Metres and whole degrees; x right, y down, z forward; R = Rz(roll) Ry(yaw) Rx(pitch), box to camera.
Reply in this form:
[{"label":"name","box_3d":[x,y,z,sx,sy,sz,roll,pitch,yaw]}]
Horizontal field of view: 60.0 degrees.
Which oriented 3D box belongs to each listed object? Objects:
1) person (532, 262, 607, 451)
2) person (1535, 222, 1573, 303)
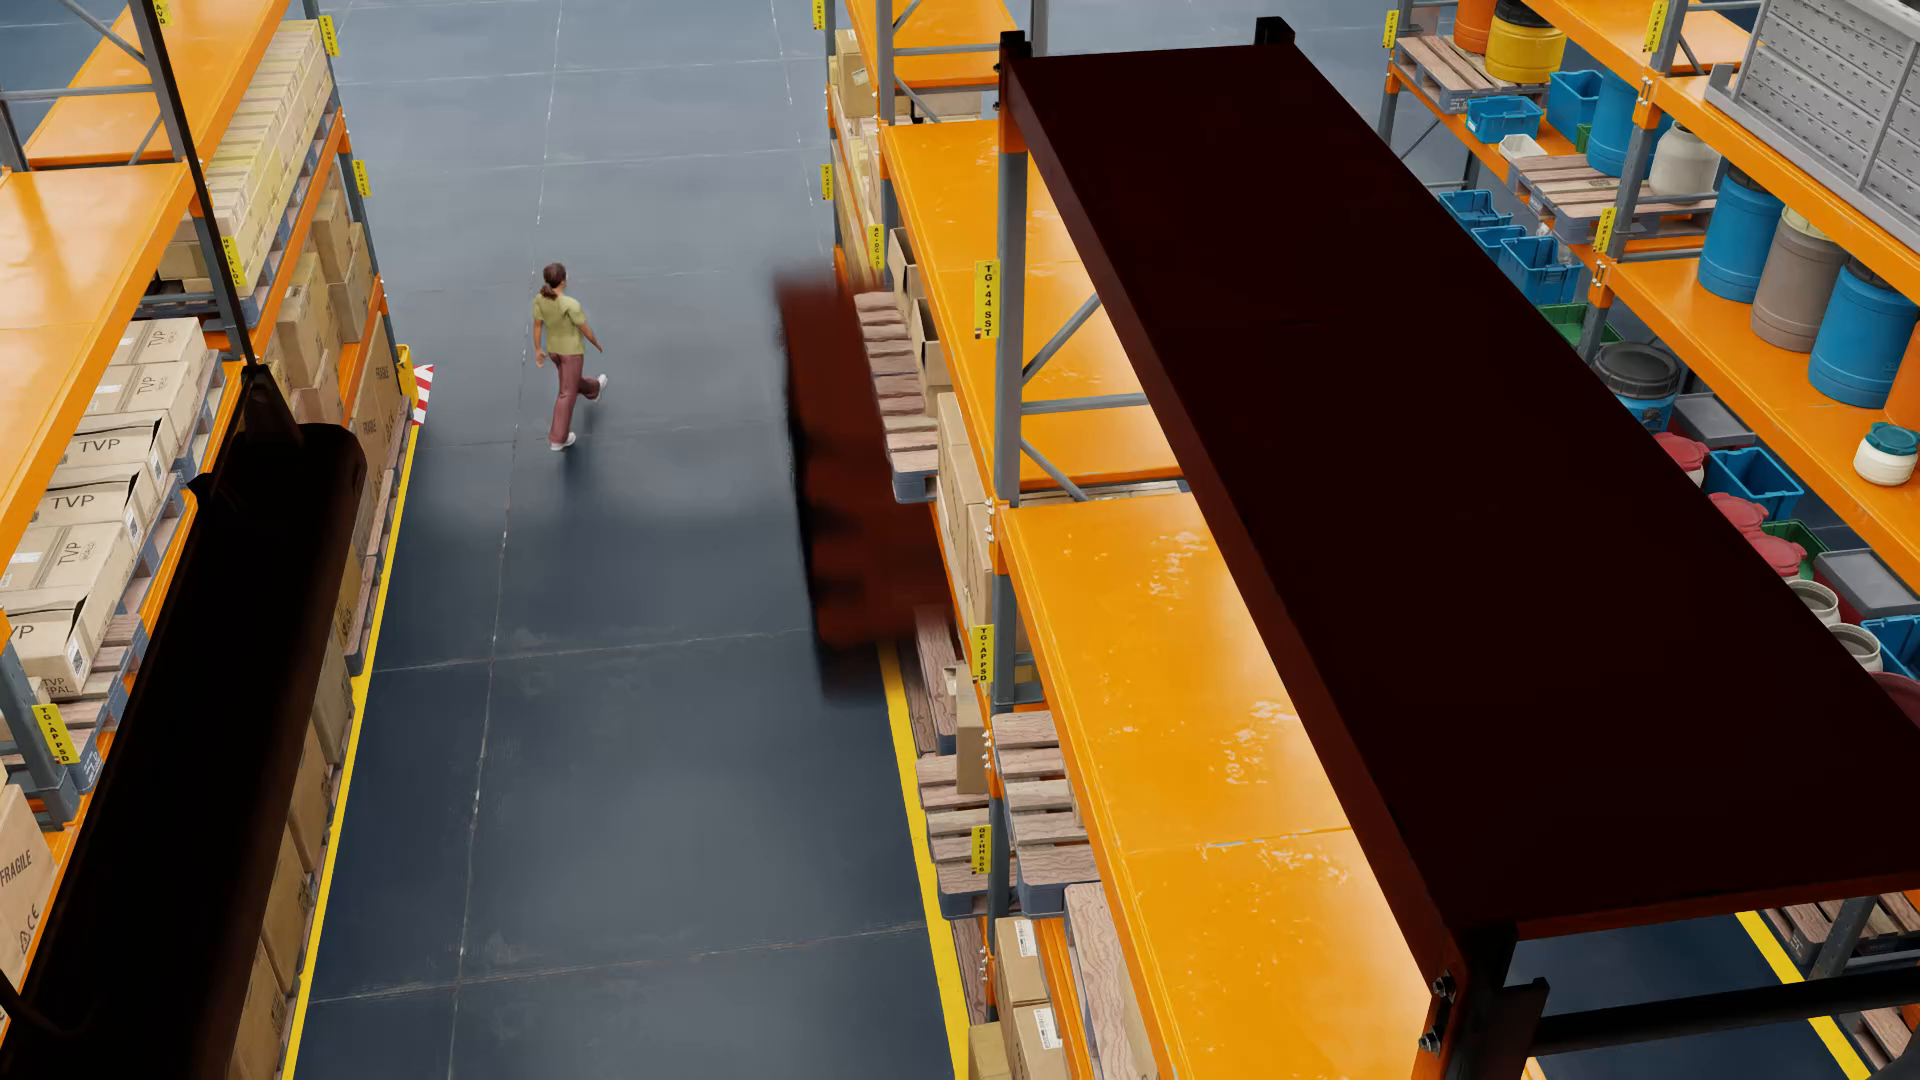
[{"label":"person","box_3d":[-3.331,-1.685,14.350,0.470,1.614,1.073,17,40,22]},{"label":"person","box_3d":[5.812,-3.090,16.170,0.692,1.794,0.576,19,41,24]}]
